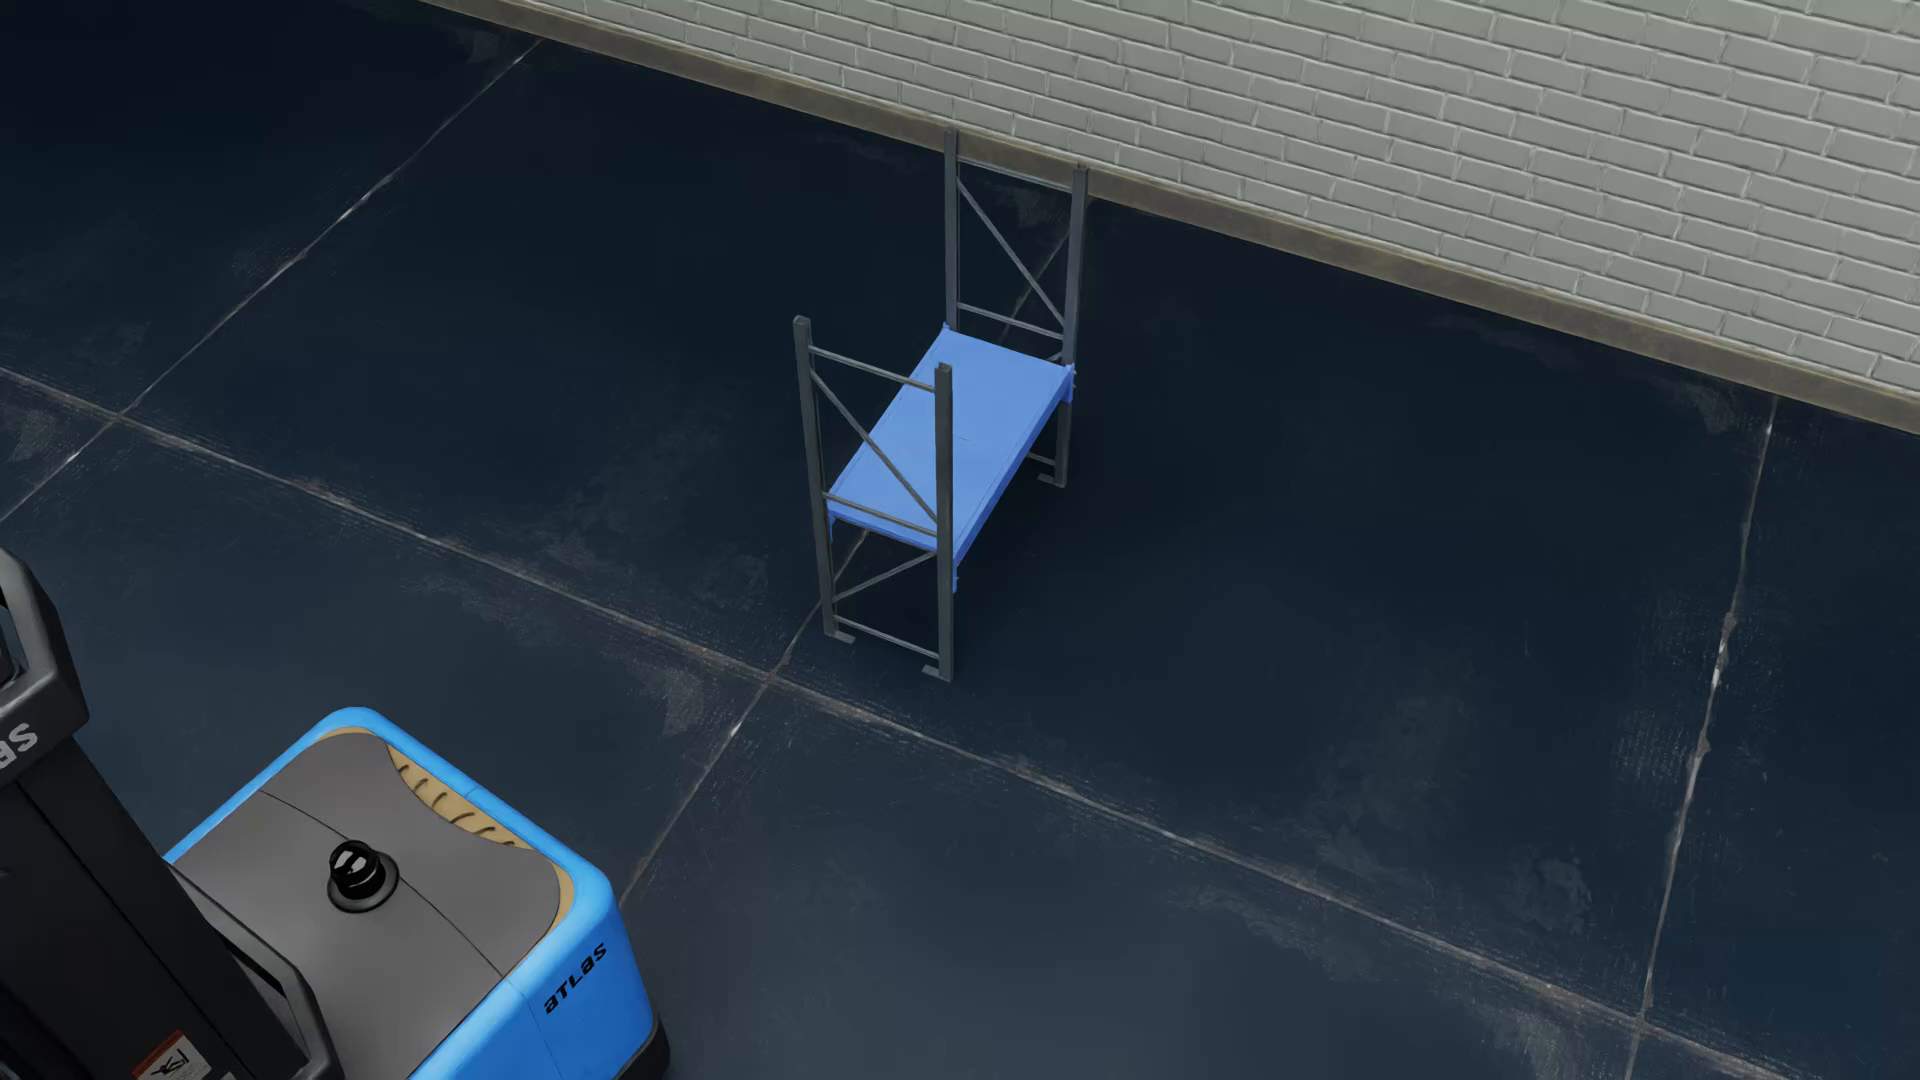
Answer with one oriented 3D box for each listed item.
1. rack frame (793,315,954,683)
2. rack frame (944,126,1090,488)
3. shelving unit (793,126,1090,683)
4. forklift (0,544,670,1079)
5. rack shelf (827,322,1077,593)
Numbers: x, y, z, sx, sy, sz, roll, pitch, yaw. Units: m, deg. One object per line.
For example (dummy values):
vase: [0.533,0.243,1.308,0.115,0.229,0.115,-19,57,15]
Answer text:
rack frame: [-0.254,-0.077,5.331,0.500,1.500,0.032,20,52,16]
rack frame: [0.181,-0.777,5.927,0.500,1.500,0.032,20,52,16]
shelving unit: [-0.036,-0.427,5.629,0.538,1.500,1.048,20,52,16]
forklift: [-2.116,1.297,3.222,1.130,2.935,3.031,29,55,22]
rack shelf: [-0.036,-0.311,5.766,0.538,0.185,1.000,20,52,16]
